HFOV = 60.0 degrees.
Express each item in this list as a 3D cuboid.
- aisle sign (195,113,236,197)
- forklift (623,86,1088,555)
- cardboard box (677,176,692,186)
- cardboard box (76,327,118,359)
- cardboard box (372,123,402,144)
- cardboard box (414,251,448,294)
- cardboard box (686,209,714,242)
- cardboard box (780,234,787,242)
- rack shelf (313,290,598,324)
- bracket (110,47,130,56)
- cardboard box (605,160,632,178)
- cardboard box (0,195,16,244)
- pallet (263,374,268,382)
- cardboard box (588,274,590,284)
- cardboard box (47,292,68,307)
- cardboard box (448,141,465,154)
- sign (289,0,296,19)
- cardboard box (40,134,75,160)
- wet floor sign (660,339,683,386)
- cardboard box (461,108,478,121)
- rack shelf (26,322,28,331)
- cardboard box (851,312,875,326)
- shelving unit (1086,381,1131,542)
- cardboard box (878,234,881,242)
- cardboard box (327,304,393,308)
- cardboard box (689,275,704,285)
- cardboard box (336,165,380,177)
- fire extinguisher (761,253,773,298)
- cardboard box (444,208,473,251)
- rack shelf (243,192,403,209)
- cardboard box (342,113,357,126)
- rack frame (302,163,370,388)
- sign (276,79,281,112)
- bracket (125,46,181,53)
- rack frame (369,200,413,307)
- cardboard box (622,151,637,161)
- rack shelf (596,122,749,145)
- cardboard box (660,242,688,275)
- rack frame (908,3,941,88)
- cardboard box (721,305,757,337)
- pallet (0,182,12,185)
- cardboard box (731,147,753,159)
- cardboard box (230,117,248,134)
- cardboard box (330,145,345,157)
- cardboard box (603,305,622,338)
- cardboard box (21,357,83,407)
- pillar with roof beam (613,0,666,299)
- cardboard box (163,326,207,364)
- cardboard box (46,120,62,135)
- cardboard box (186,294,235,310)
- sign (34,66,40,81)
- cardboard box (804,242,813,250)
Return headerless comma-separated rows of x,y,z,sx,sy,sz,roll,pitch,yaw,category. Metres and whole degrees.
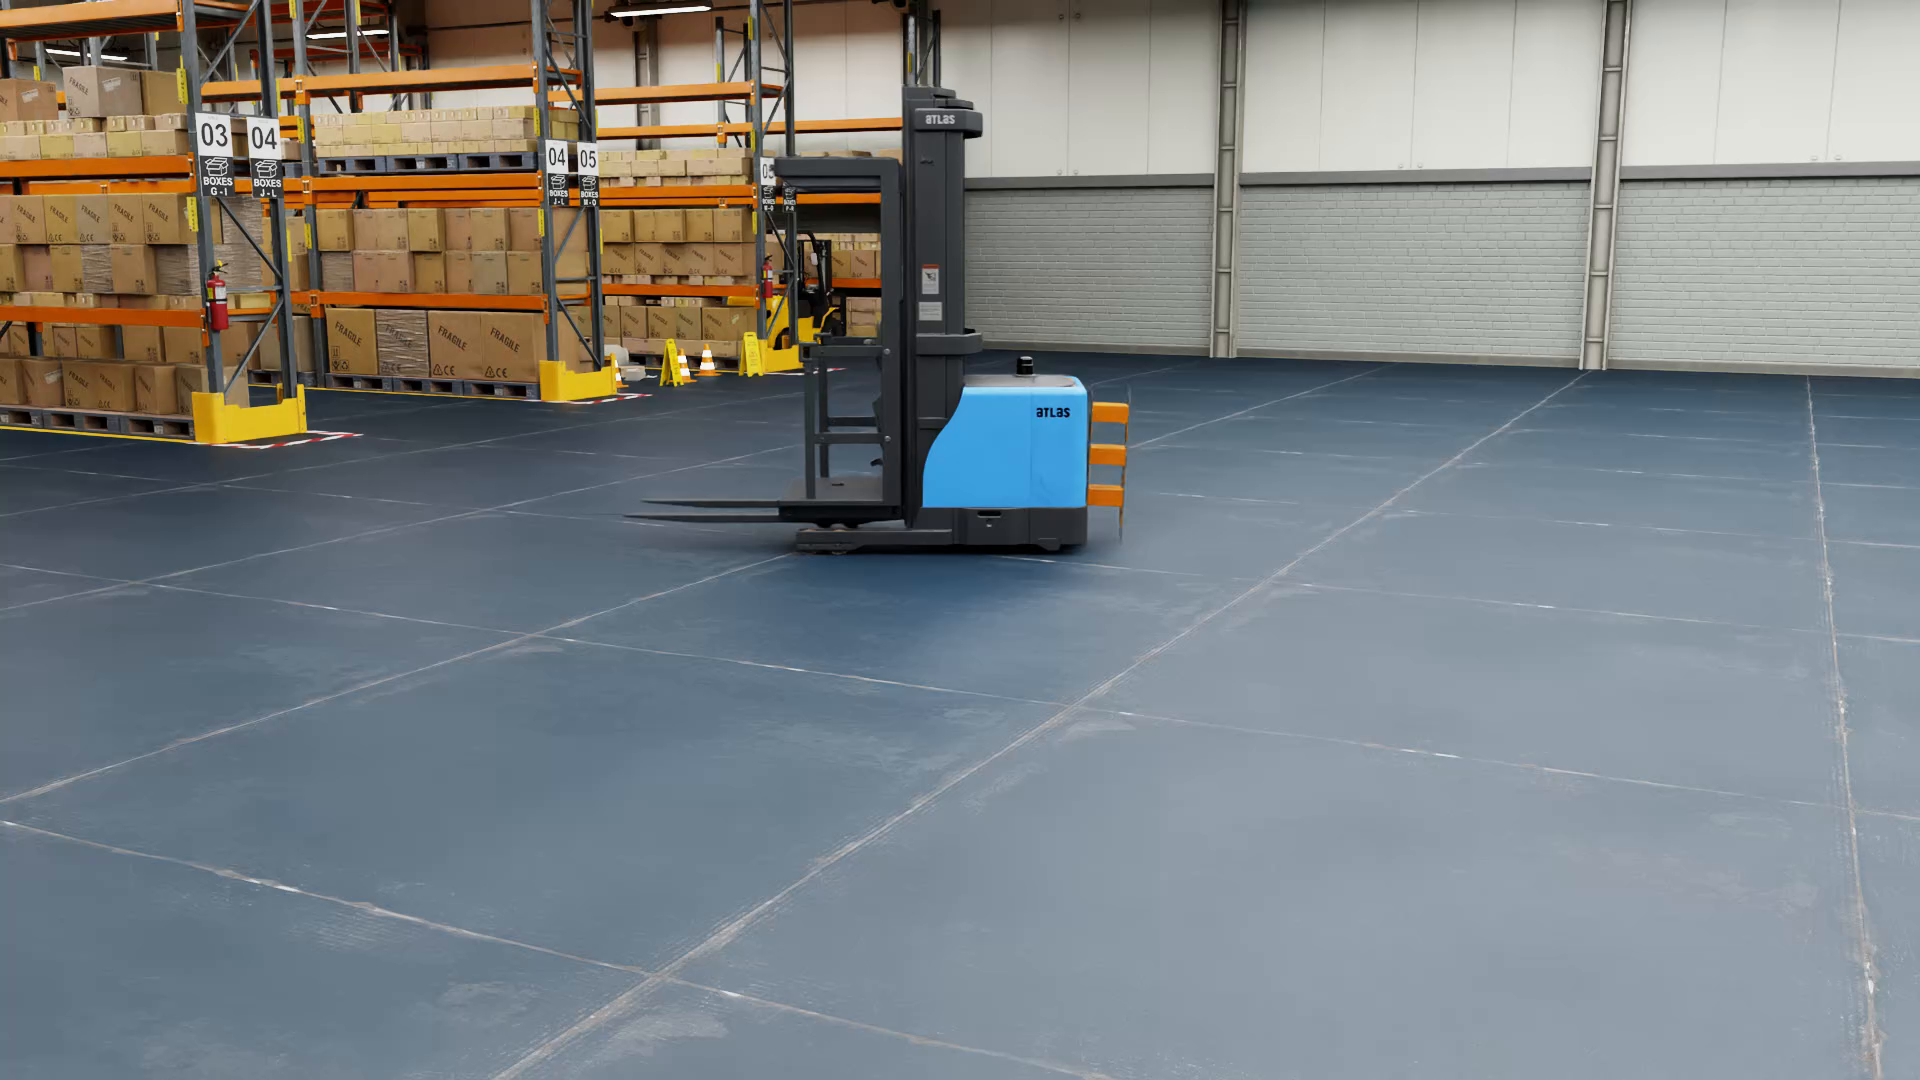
-7.273,-3.754,16.253,0.004,0.787,0.394,5,11,26,aisle sign
-0.688,-1.439,10.952,3.031,2.935,1.130,0,10,0,forklift
-4.157,-5.530,25.645,0.250,0.149,0.380,5,11,25,cardboard box
-12.790,-2.929,24.833,0.500,0.500,0.500,5,11,26,cardboard box
-7.277,-5.269,21.626,0.500,0.250,0.500,5,11,25,cardboard box
-6.706,-3.547,21.986,0.500,0.550,0.875,5,11,26,cardboard box
-3.816,-4.845,25.653,0.500,0.500,0.700,5,11,26,cardboard box
-3.113,-5.584,30.721,0.250,0.149,0.380,5,11,25,cardboard box
-6.704,-3.116,22.044,4.000,0.370,1.077,5,11,26,rack shelf
-19.640,-11.407,38.883,0.430,0.232,0.235,5,11,26,bracket
-5.214,-5.815,26.103,0.500,0.250,0.500,5,11,26,cardboard box
-10.042,-3.416,17.756,0.500,0.500,0.500,5,11,26,cardboard box
-10.321,-2.400,23.898,1.213,0.211,1.003,5,11,26,pallet
-5.756,-4.199,26.712,0.250,0.149,0.380,5,11,26,cardboard box
-9.372,-2.539,17.539,0.250,0.149,0.380,5,11,26,cardboard box
-6.271,-4.973,21.107,0.250,0.149,0.380,5,11,25,cardboard box
-8.727,-6.990,21.742,0.005,0.325,0.100,5,11,26,sign
-9.098,-4.047,17.168,0.500,0.250,0.500,5,11,25,cardboard box
-4.008,-2.468,23.053,0.232,0.644,0.267,3,11,16,wet floor sign
-6.048,-5.345,20.927,0.250,0.149,0.380,5,12,27,cardboard box
-12.576,-2.647,19.452,4.000,0.370,1.077,5,11,26,rack shelf
-1.637,-4.033,30.230,0.500,0.250,0.500,5,11,25,cardboard box
0.986,-0.530,11.179,0.252,1.050,0.215,3,10,1,shelving unit
-1.267,-5.428,29.859,0.250,0.149,0.380,5,11,26,cardboard box
-10.567,-3.970,29.530,0.875,0.875,0.875,5,11,25,cardboard box
-3.981,-4.024,25.746,0.250,0.149,0.380,5,12,27,cardboard box
-10.390,-6.480,28.721,0.637,0.503,0.797,4,11,22,cardboard box
-2.912,-3.990,25.071,0.183,0.674,0.296,5,11,26,fire extinguisher
-6.202,-4.047,21.717,0.550,0.550,0.875,5,11,26,cardboard box
-11.778,-6.021,29.672,4.000,0.370,1.077,5,11,26,rack shelf
-7.865,-5.505,21.809,0.250,0.149,0.380,5,11,25,cardboard box
-8.497,-3.627,22.850,0.127,3.000,1.000,5,11,26,rack frame
-6.955,-4.521,16.910,0.005,0.325,0.100,5,11,26,sign
-20.020,-11.440,39.067,5.218,0.066,0.076,5,11,26,bracket
-9.985,-4.741,29.004,0.127,3.000,1.000,5,11,26,rack frame
-5.067,-6.000,26.003,0.250,0.149,0.380,5,11,25,cardboard box
-5.998,-7.778,32.080,4.000,0.370,1.077,5,11,26,rack shelf
-4.313,-4.385,25.922,0.500,0.500,0.500,5,11,26,cardboard box
-0.618,-7.856,29.368,0.127,3.000,1.000,5,11,26,rack frame
-3.433,-3.443,26.267,0.500,0.500,0.500,5,11,24,cardboard box
-14.234,-5.495,25.271,1.003,0.211,1.213,5,11,26,pallet
-3.244,-5.835,25.092,0.250,0.149,0.380,5,11,26,cardboard box
-7.340,-4.185,16.810,0.250,0.149,0.380,5,11,25,cardboard box
-8.088,-5.133,21.990,0.250,0.149,0.380,5,11,26,cardboard box
-5.503,-3.519,26.685,0.500,0.500,0.500,6,12,28,cardboard box
-9.925,-1.738,18.250,0.500,0.500,0.500,10,14,44,cardboard box
-8.129,-7.840,29.280,0.548,9.000,9.100,5,11,26,pillar with roof beam
-10.793,-2.912,24.033,0.750,0.750,1.050,5,11,27,cardboard box
-9.195,-4.255,17.198,0.250,0.149,0.380,5,12,27,cardboard box
-7.542,-2.394,16.740,0.250,0.149,0.380,5,11,26,cardboard box
-17.410,-8.773,31.369,0.005,0.325,0.100,5,11,26,sign
-2.657,-5.395,30.516,0.250,0.149,0.380,5,11,25,cardboard box
